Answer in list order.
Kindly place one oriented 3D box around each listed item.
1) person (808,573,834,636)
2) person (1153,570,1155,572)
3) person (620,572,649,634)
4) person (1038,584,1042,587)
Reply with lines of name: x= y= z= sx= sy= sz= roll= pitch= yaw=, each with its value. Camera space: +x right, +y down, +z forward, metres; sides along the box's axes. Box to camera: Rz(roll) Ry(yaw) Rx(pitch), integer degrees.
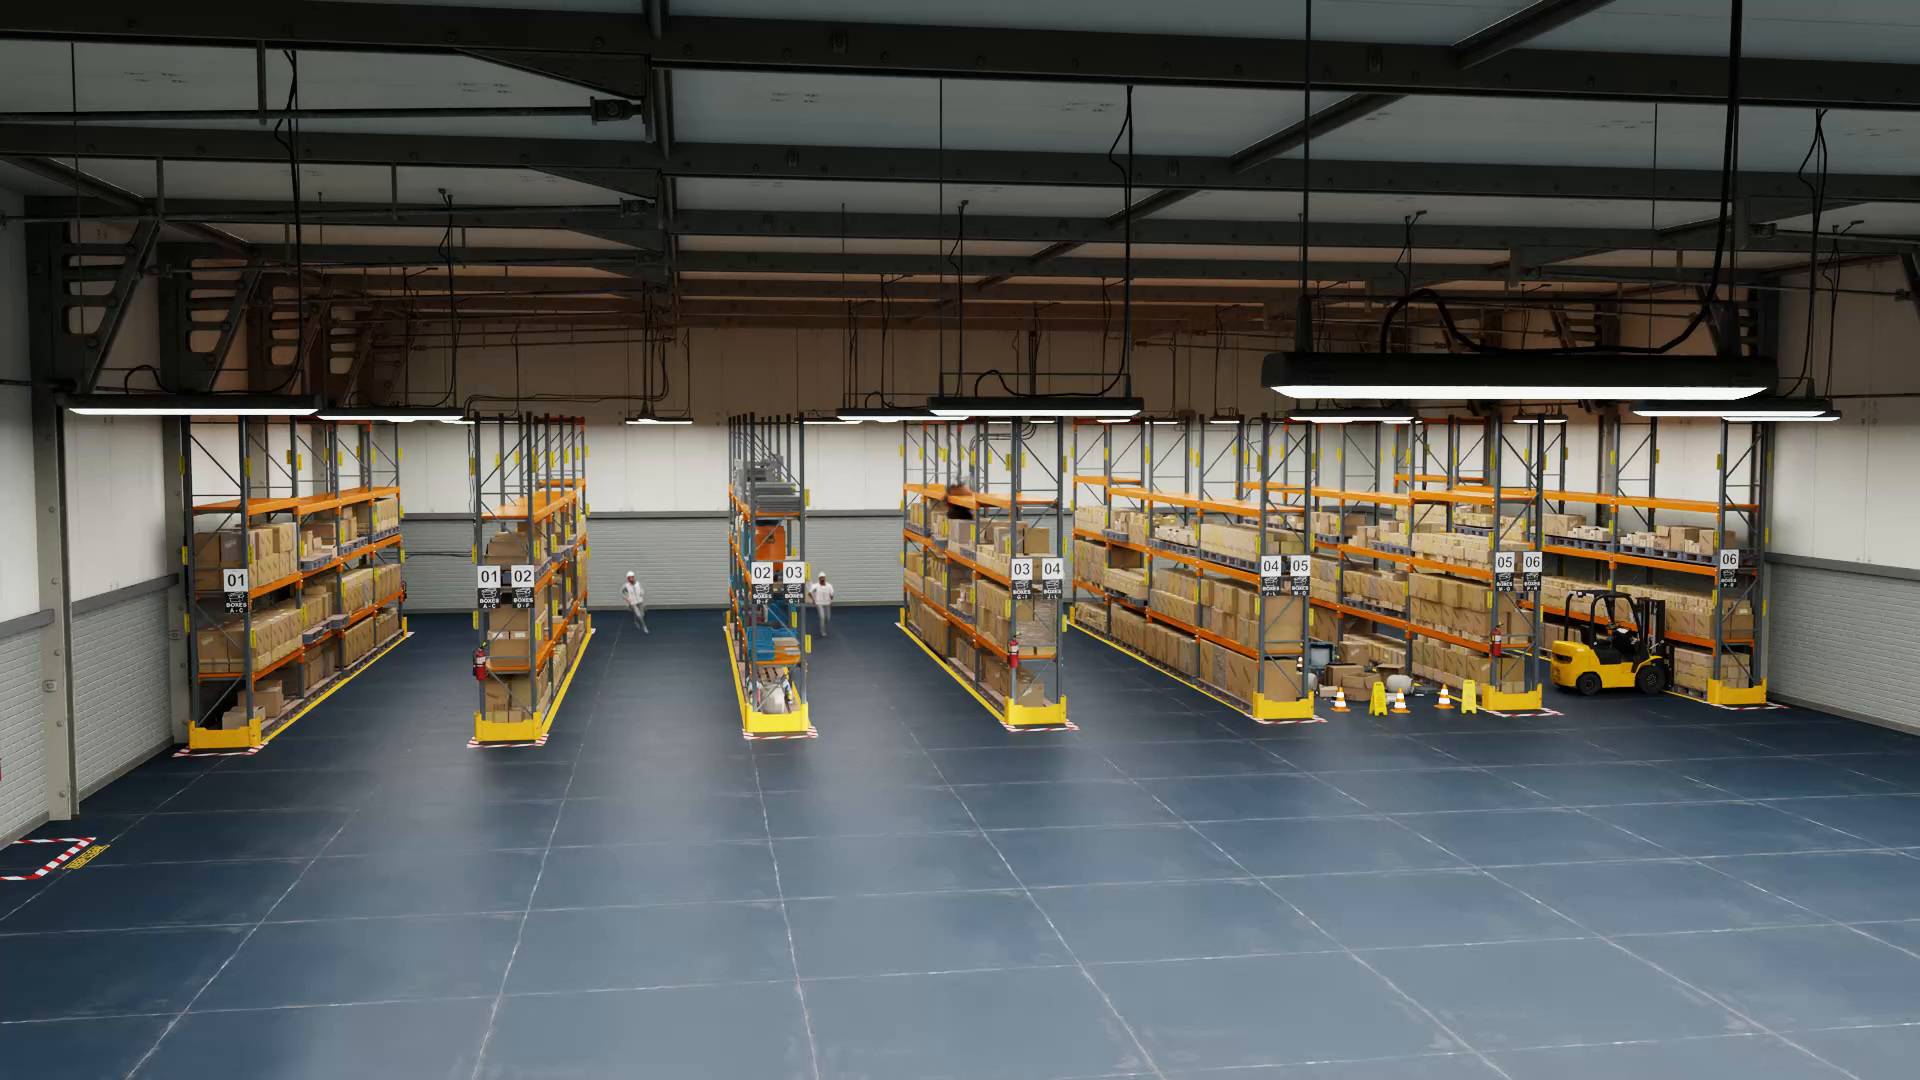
person: x=-3.780 y=1.763 z=45.593 sx=0.711 sy=1.729 sz=0.787 roll=-2 pitch=4 yaw=-22
person: x=5.495 y=1.668 z=47.922 sx=0.582 sy=1.621 sz=0.511 roll=-1 pitch=4 yaw=-21
person: x=-9.102 y=1.734 z=46.259 sx=0.692 sy=1.721 sz=0.849 roll=-3 pitch=5 yaw=-36
person: x=2.511 y=1.551 z=48.814 sx=0.700 sy=1.707 sz=0.543 roll=2 pitch=4 yaw=29
